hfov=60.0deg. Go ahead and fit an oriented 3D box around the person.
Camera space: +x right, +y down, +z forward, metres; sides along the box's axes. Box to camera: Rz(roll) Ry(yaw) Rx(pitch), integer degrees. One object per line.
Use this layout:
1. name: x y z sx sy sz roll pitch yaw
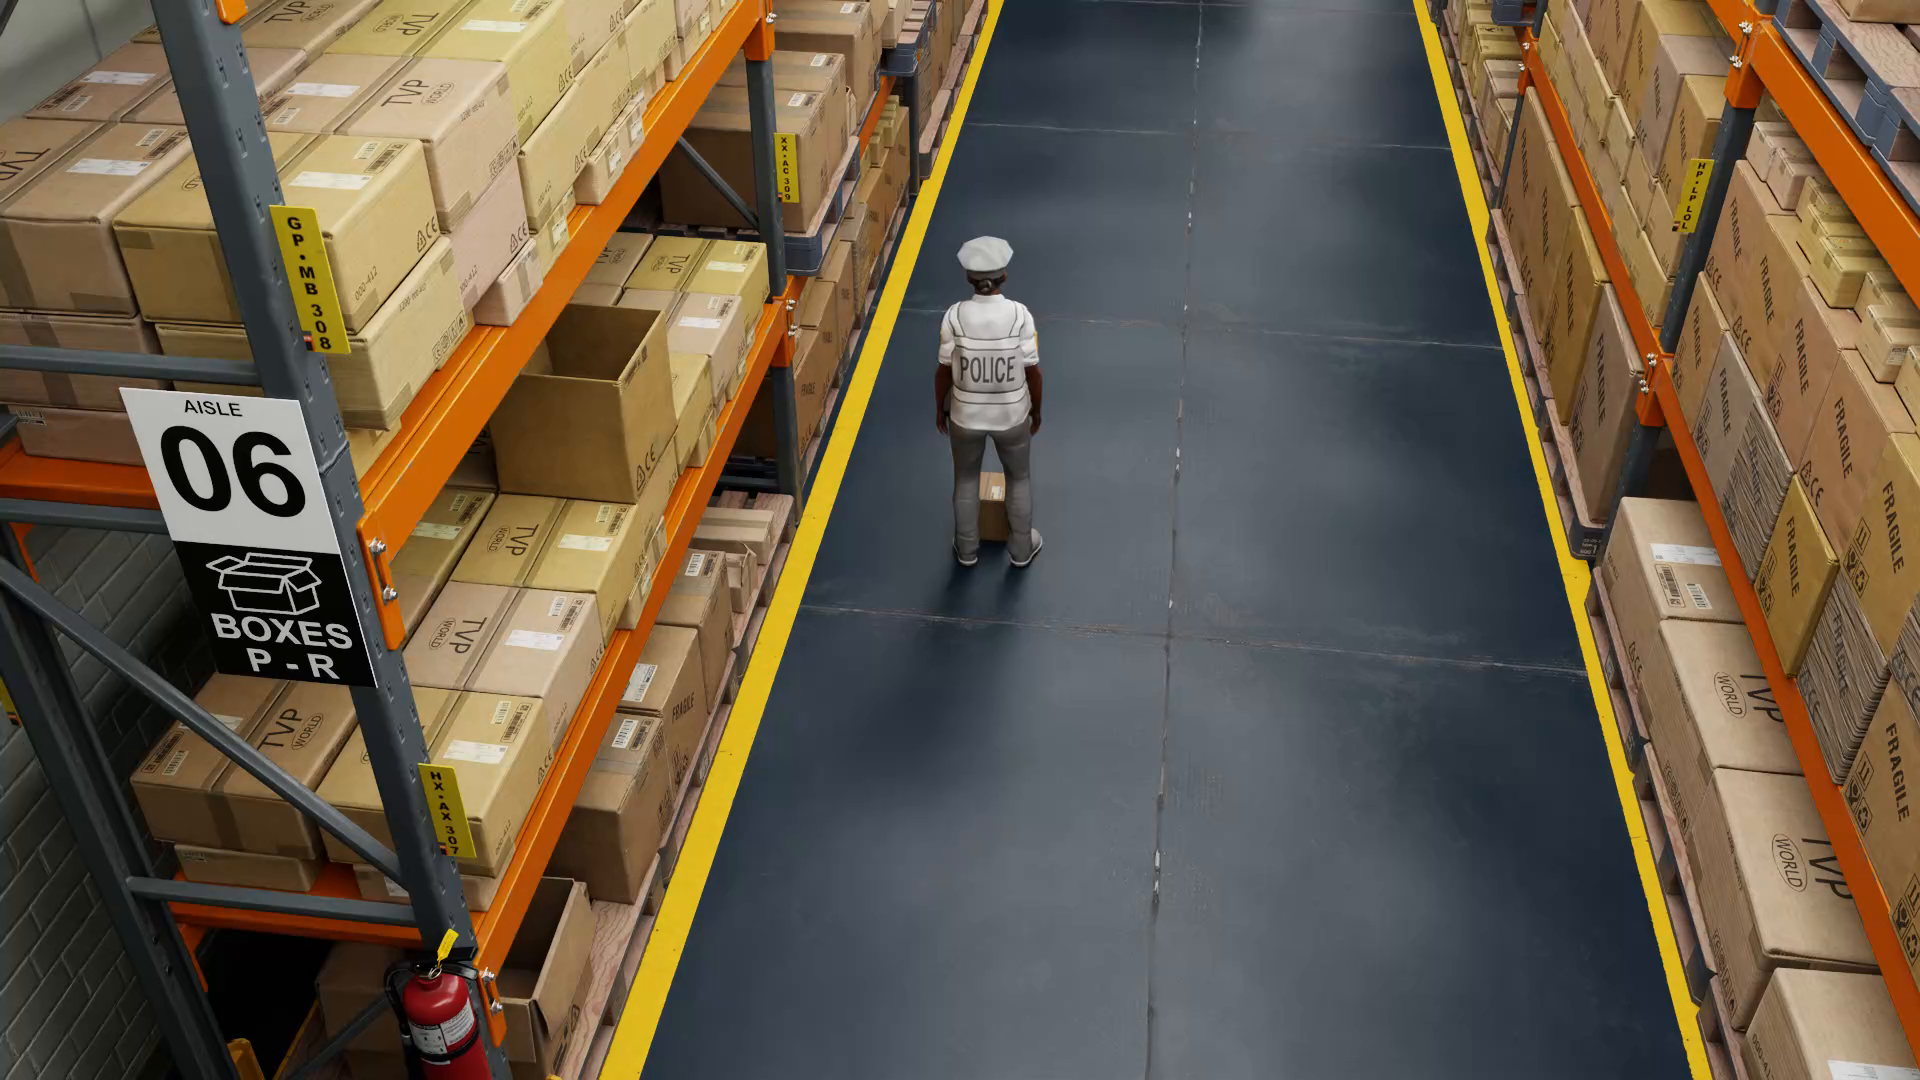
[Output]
1. person: 0.147 -0.600 7.853 0.527 1.661 0.395 2 36 2
